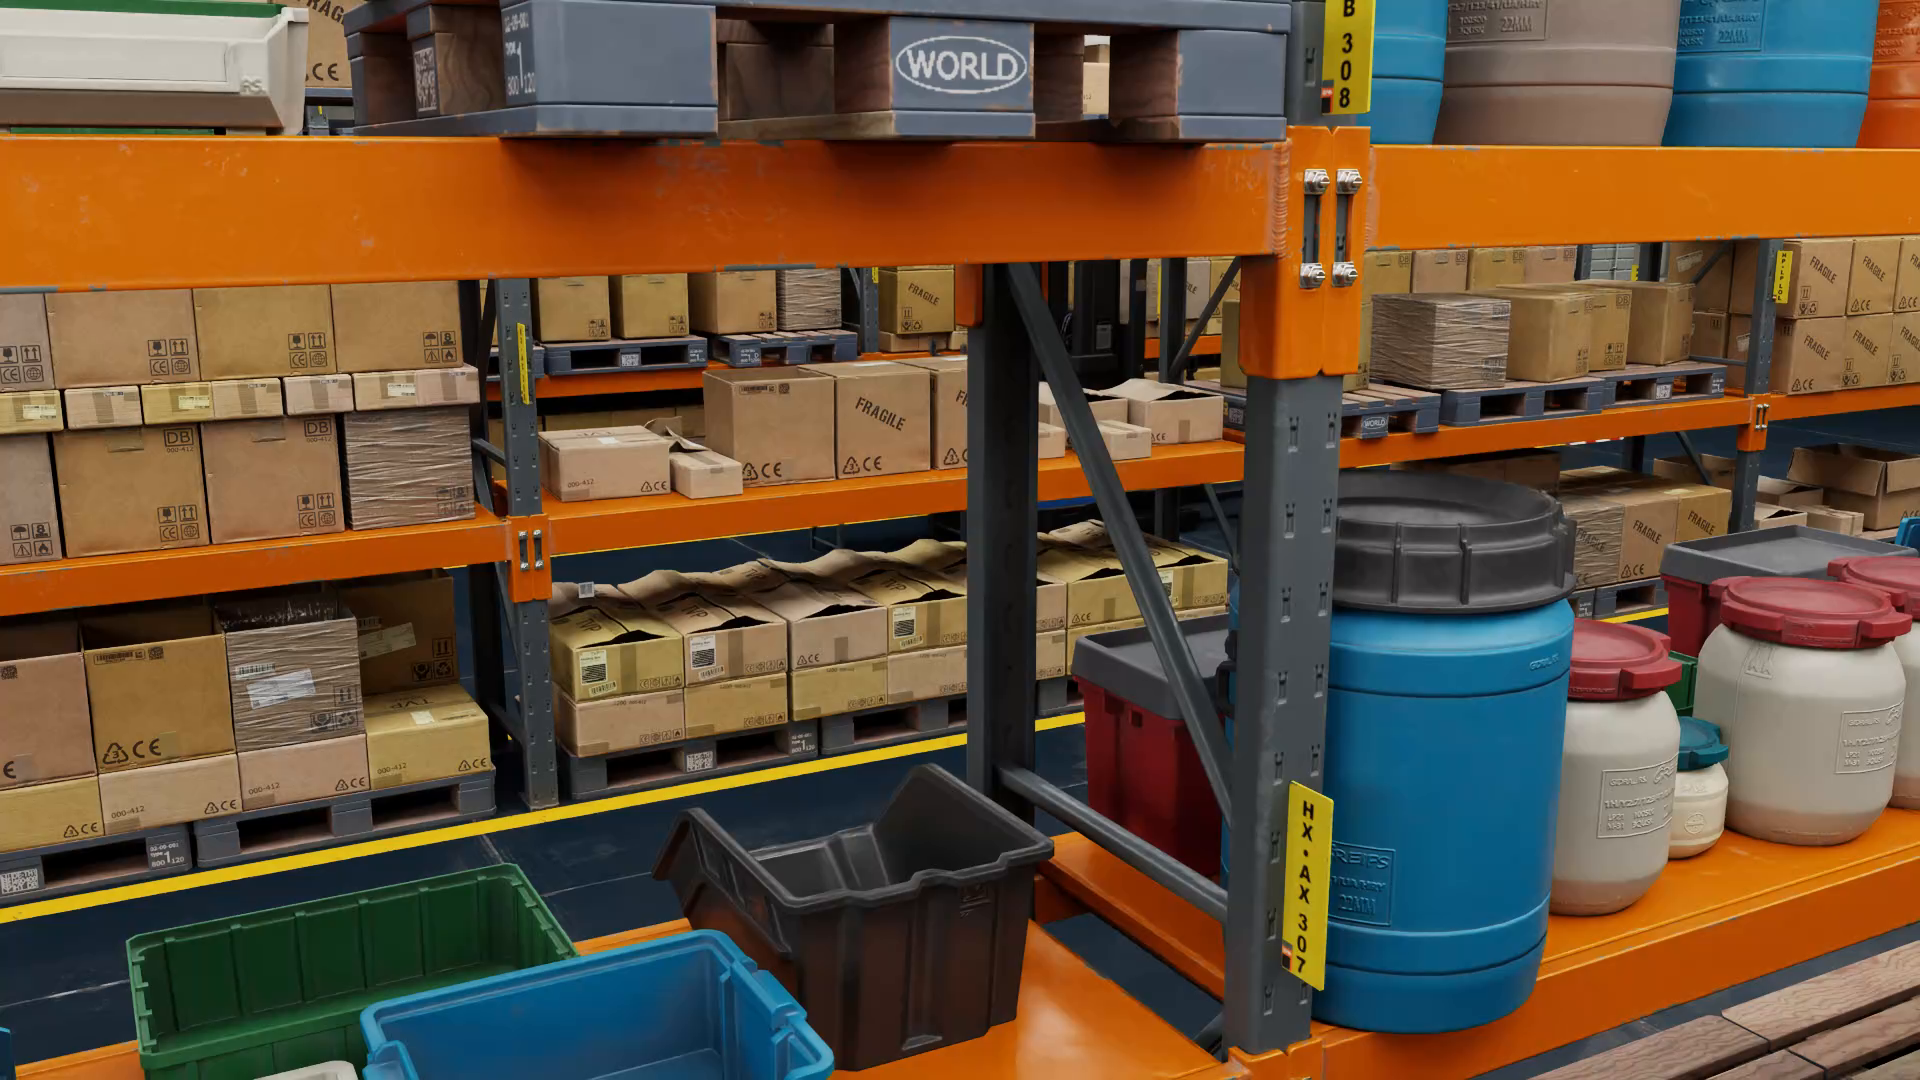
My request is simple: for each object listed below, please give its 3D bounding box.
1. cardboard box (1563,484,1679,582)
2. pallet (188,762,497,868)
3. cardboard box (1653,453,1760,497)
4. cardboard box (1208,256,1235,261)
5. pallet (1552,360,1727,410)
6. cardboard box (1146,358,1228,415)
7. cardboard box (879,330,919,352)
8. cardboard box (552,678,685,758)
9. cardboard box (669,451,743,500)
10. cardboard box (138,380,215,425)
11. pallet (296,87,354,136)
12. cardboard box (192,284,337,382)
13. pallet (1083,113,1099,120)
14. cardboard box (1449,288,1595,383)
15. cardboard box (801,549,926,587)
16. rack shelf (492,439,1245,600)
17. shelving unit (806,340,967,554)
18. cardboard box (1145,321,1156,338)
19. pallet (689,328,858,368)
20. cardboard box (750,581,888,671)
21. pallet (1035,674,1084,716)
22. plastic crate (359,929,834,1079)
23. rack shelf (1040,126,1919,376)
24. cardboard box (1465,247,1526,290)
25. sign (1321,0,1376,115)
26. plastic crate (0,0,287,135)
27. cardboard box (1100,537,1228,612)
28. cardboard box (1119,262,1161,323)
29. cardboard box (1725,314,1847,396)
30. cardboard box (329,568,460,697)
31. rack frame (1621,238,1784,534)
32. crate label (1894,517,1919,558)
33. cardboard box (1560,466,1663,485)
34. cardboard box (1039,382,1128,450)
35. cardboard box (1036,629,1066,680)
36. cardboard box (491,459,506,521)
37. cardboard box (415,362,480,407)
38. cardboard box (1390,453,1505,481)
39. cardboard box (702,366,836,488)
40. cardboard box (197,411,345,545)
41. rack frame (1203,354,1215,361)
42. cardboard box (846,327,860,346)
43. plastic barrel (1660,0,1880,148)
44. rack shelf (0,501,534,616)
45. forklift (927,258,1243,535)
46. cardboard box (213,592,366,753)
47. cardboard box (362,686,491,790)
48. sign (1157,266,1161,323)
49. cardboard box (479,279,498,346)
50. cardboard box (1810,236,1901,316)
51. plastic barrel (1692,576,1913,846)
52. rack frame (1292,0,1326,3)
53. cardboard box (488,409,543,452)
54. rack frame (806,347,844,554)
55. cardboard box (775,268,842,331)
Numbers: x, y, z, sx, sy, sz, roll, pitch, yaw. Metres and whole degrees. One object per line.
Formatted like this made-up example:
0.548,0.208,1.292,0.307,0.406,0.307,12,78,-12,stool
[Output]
4.222,-0.050,10.691,0.500,0.500,0.500,-7,14,-28,cardboard box
-2.784,1.065,7.396,1.213,0.211,1.003,-7,14,-28,pallet
5.320,-0.322,11.900,0.500,0.500,0.500,-7,14,-28,cardboard box
2.291,-2.638,14.840,0.500,0.250,0.500,-6,14,-26,cardboard box
4.202,-1.056,10.906,1.213,0.211,1.003,-7,14,-28,pallet
2.071,-1.229,15.180,0.750,0.750,0.750,-7,14,-27,cardboard box
-0.532,-1.623,13.516,0.250,0.149,0.380,-7,14,-29,cardboard box
-1.593,0.771,7.658,0.500,0.250,0.500,-7,15,-29,cardboard box
-1.191,-0.302,7.692,0.250,0.149,0.380,-7,14,-28,cardboard box
-3.096,-0.560,6.559,0.250,0.149,0.380,-7,14,-28,cardboard box
-2.802,-1.696,6.685,1.213,0.211,1.003,-7,14,-28,pallet
-2.896,-0.951,6.822,0.500,0.500,0.700,-7,14,-28,cardboard box
-0.088,-1.956,8.068,1.213,0.211,1.003,-6,14,-25,pallet
3.435,-1.268,10.229,0.500,0.500,0.700,-12,17,-42,cardboard box
-0.512,0.234,8.766,0.500,0.311,0.500,-7,14,-29,cardboard box
-0.311,-0.230,8.439,4.000,0.370,1.077,-7,14,-28,rack shelf
-0.526,-0.664,12.142,1.048,1.500,0.538,-7,15,-29,shelving unit
1.509,-1.862,14.578,0.250,0.149,0.380,-7,14,-28,cardboard box
-1.507,-1.557,13.132,1.003,0.211,1.213,-7,14,-28,pallet
-0.689,0.390,8.072,0.500,0.311,0.500,-7,15,-30,cardboard box
0.703,0.648,9.250,1.213,0.211,1.003,-7,14,-28,pallet
-0.537,0.825,2.448,0.616,0.251,0.499,-7,14,-28,plastic crate
2.059,-0.739,3.867,4.000,0.370,1.077,-7,14,-28,rack shelf
5.014,-2.600,16.646,0.700,0.700,0.980,-7,14,-28,cardboard box
0.558,-0.777,2.375,0.005,0.325,0.100,-7,14,-28,sign
-1.211,-0.662,2.372,0.450,0.188,0.336,-7,14,-28,plastic crate
1.103,0.174,9.034,0.500,0.311,0.500,-6,14,-26,cardboard box
1.406,-2.167,14.453,0.500,0.500,0.500,-7,14,-28,cardboard box
5.534,-1.262,11.159,0.500,0.500,0.500,-6,14,-26,cardboard box
-2.623,0.388,7.650,0.500,0.500,0.500,-7,14,-28,cardboard box
4.956,-1.213,11.165,0.127,3.000,1.000,-7,14,-28,rack frame
2.813,0.198,4.815,0.616,0.435,0.502,-7,14,-28,crate label
4.414,-0.204,11.374,0.500,0.500,0.500,-8,15,-30,cardboard box
0.567,-0.691,9.053,0.500,0.311,0.500,-7,14,-29,cardboard box
0.206,0.554,8.620,0.500,0.250,0.500,-6,14,-27,cardboard box
-3.375,-0.465,12.535,0.500,0.500,0.700,-7,15,-29,cardboard box
-2.202,-0.666,7.033,0.250,0.149,0.380,-7,14,-28,cardboard box
3.097,-0.411,10.589,0.500,0.250,0.500,-7,15,-29,cardboard box
-0.922,-0.553,8.006,0.500,0.500,0.500,-6,14,-24,cardboard box
-2.913,-0.315,6.950,0.500,0.500,0.700,-7,14,-28,cardboard box
2.579,-2.167,15.405,0.127,3.000,1.000,-7,14,-28,rack frame
-0.769,-1.717,13.932,0.250,0.149,0.380,-7,14,-27,cardboard box
1.794,-1.357,3.833,0.708,0.901,0.600,-7,14,-28,plastic barrel
-3.822,0.190,6.569,4.000,0.370,1.077,-7,14,-28,rack shelf
1.278,-1.571,12.916,3.031,2.935,1.130,-7,15,-29,forklift
-2.813,0.541,6.971,0.500,0.500,0.500,-7,14,-28,cardboard box
-2.369,0.857,7.277,0.500,0.250,0.500,-7,14,-28,cardboard box
1.176,-1.422,9.637,0.005,0.325,0.100,-7,14,-28,sign
-3.486,-1.693,12.070,0.500,0.500,0.700,-5,14,-22,cardboard box
5.957,-1.799,11.265,0.500,0.500,0.500,-7,15,-30,cardboard box
1.893,0.382,3.769,0.433,0.535,0.433,0,13,0,plastic barrel
0.304,-2.343,2.523,0.127,3.000,1.000,-7,14,-28,rack frame
-3.420,-0.814,12.377,0.500,0.250,0.500,-7,15,-29,cardboard box
-0.965,-0.607,11.891,0.032,1.500,0.500,-7,15,-29,rack frame
-1.340,-1.958,13.248,0.500,0.500,0.700,-9,15,-34,cardboard box
